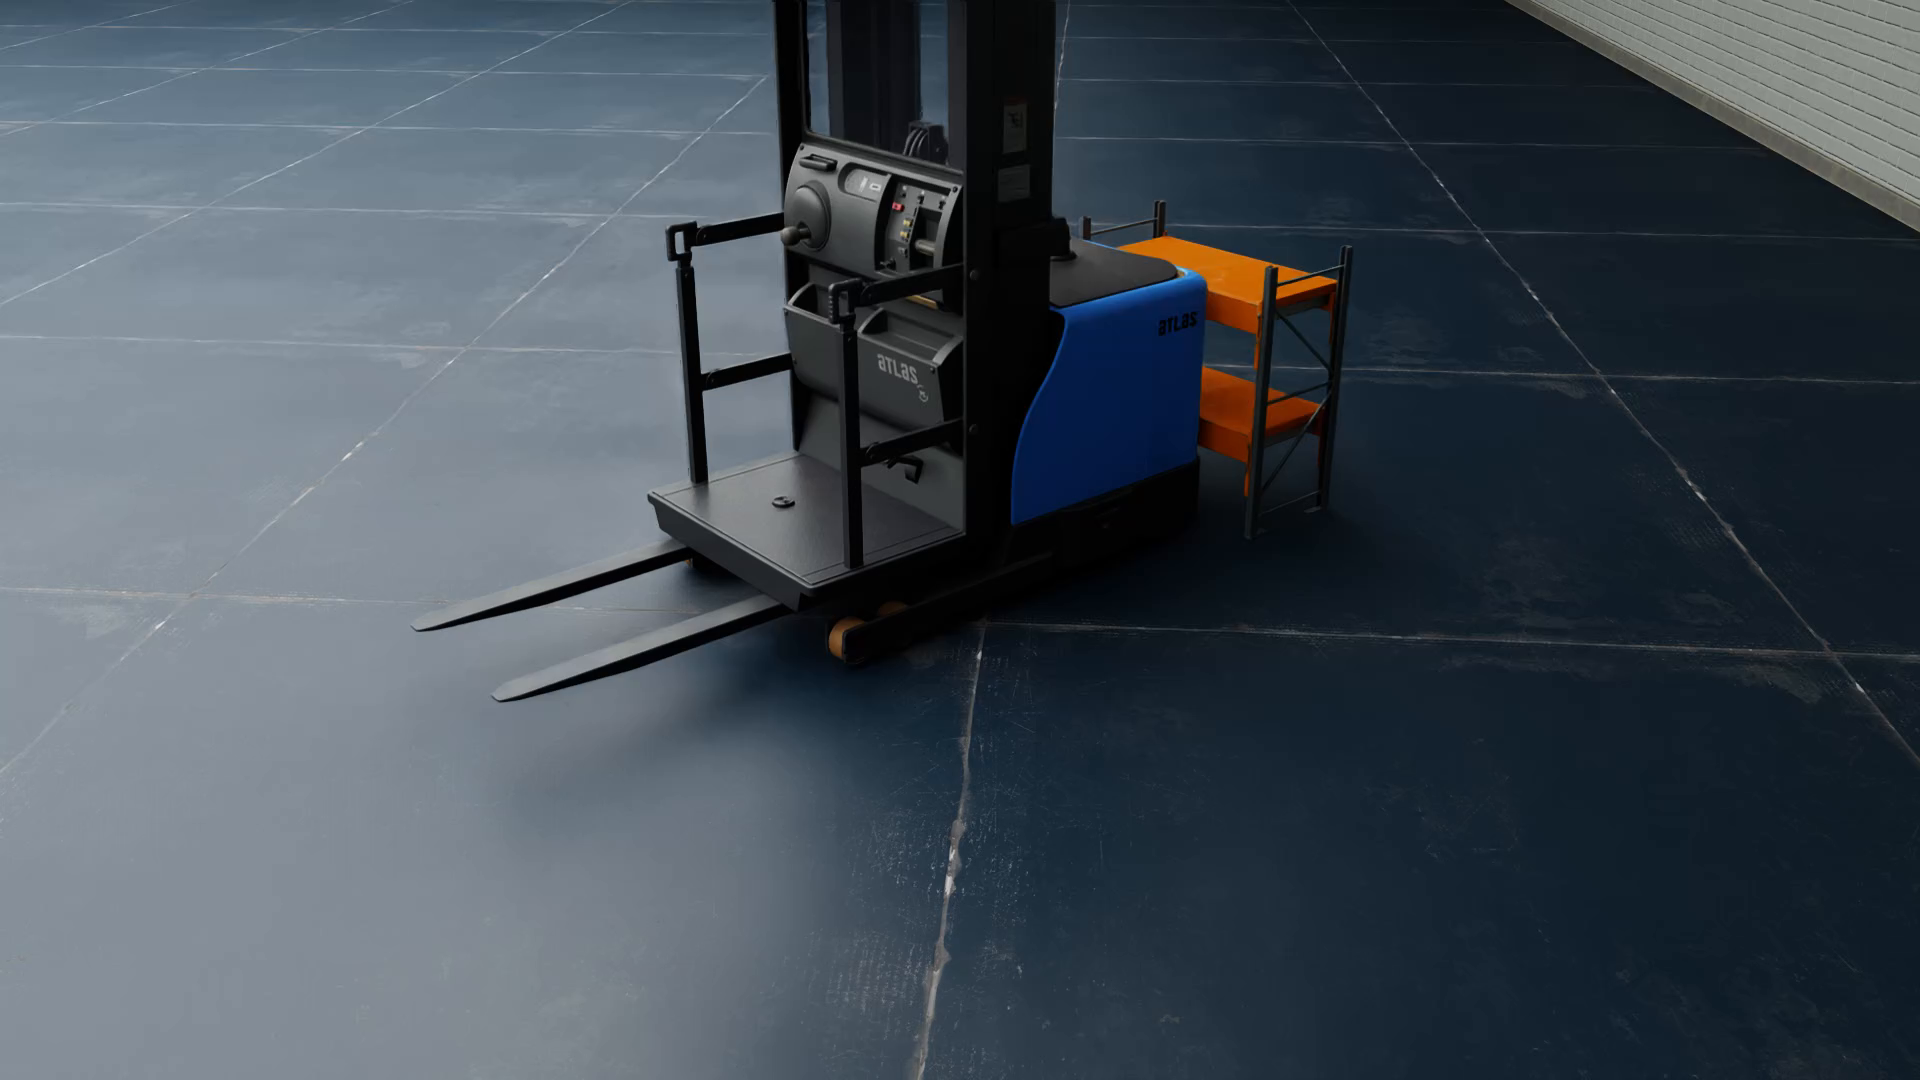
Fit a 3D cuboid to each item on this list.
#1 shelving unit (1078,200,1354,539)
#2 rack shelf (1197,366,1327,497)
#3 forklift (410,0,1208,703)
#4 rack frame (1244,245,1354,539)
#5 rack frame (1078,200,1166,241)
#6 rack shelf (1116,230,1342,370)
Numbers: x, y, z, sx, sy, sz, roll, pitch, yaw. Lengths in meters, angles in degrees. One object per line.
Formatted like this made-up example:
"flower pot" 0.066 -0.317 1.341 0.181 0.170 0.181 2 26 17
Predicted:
"shelving unit" 1.030 -0.749 7.033 0.538 1.125 1.048 -19 31 -36
"rack shelf" 1.030 -0.527 7.135 0.538 0.278 1.000 -19 31 -36
"forklift" -0.479 -1.144 5.730 3.031 2.935 1.130 -19 31 -36
"rack frame" 1.358 -0.587 6.680 0.500 1.125 0.032 -19 31 -36
"rack frame" 0.702 -0.912 7.385 0.500 1.125 0.032 -19 31 -36
"rack shelf" 1.030 -1.015 6.910 0.538 0.278 1.000 -19 31 -36
